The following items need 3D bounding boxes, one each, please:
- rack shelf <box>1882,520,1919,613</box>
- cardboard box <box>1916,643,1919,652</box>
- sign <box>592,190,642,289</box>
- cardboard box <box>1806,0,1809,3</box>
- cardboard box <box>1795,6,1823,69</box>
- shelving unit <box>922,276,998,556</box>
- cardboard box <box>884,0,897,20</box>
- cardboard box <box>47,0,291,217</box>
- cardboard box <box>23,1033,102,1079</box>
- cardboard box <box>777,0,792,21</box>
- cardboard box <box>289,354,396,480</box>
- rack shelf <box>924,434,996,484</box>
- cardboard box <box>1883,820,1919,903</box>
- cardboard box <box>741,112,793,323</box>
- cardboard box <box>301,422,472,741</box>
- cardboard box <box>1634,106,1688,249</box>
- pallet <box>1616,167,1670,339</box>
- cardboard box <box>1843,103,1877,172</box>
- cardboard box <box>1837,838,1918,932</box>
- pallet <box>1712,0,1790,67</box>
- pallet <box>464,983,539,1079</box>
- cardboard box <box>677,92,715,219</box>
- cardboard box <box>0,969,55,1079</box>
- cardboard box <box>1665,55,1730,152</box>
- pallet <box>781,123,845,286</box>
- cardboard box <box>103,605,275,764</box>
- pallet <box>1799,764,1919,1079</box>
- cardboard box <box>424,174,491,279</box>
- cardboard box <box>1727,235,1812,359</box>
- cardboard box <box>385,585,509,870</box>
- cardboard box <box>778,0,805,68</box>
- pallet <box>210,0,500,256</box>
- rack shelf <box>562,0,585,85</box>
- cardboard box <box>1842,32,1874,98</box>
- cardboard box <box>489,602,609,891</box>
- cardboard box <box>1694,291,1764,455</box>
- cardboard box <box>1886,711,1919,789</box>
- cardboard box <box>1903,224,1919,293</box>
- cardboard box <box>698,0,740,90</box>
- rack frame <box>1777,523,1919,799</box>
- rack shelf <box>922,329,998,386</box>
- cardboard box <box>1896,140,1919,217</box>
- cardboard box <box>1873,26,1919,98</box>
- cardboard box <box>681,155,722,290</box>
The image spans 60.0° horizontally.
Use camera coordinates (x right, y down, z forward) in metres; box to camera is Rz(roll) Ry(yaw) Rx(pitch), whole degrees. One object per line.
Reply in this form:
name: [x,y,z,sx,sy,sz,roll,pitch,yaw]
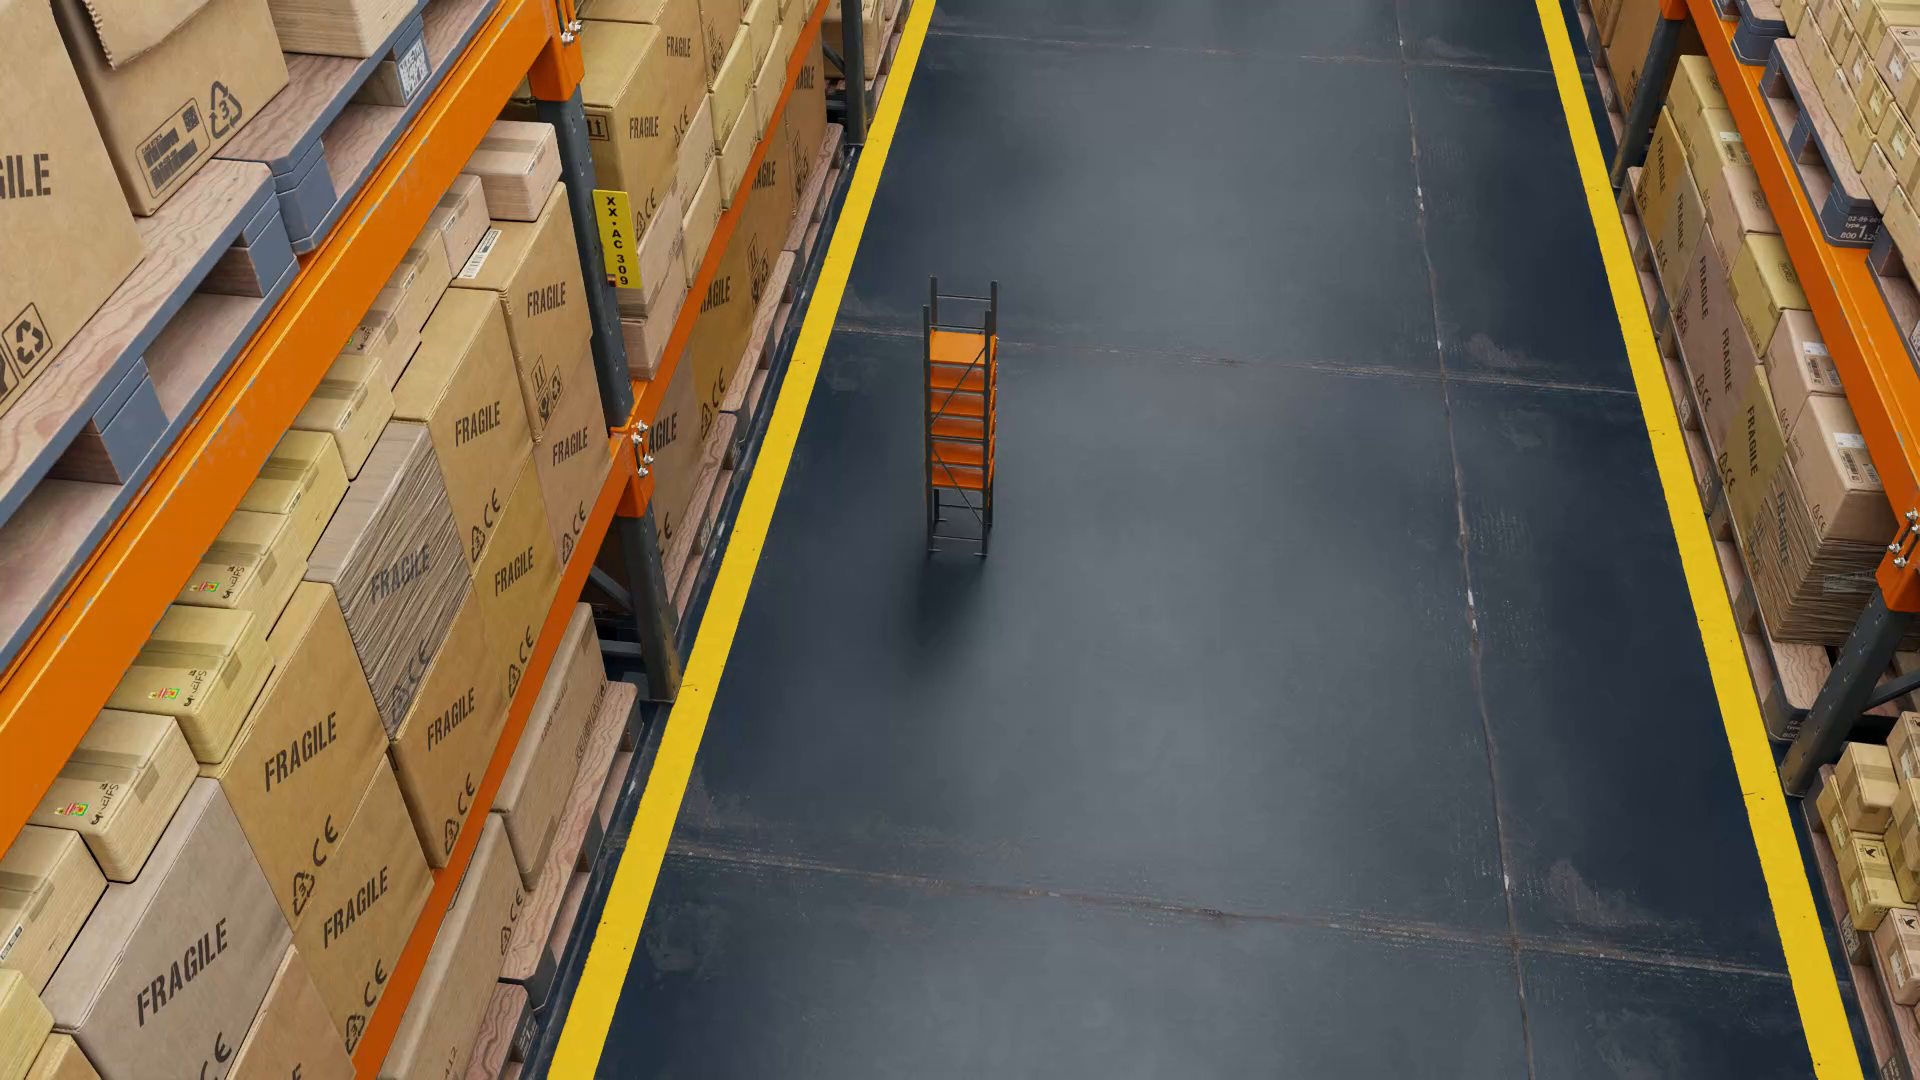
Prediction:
rack shelf: [3.119,1.436,3.575,1.077,0.370,4.000,5,44,6]
cardboard box: [3.744,0.087,5.989,0.500,0.500,0.500,7,44,7]
sign: [-0.986,-0.863,4.793,0.100,0.325,0.005,5,44,6]
cardboard box: [3.550,-2.233,6.588,0.380,0.149,0.250,5,44,6]
cardboard box: [3.515,-1.957,6.512,0.380,0.149,0.250,7,44,7]
shelving unit: [0.002,-0.446,6.348,0.258,1.200,0.189,5,44,6]
cardboard box: [-0.834,-3.382,9.746,0.950,0.372,0.625,4,44,5]
cardboard box: [-1.683,-0.963,2.950,0.797,0.503,0.637,8,44,9]
cardboard box: [-1.658,1.103,2.603,0.500,0.500,0.500,4,44,4]
cardboard box: [-0.932,-2.369,6.816,0.500,0.250,0.500,4,44,4]
cardboard box: [-1.460,-0.279,3.591,0.380,0.149,0.250,5,44,5]
rack shelf: [0.002,-0.326,6.461,0.258,0.103,0.180,5,44,6]
cardboard box: [3.074,0.985,5.080,0.380,0.149,0.250,6,44,6]
cardboard box: [-1.304,-1.606,7.504,0.875,0.875,0.875,6,44,6]
cardboard box: [-1.458,0.071,3.694,0.500,0.500,0.500,6,44,6]
cardboard box: [3.566,-1.700,7.877,0.500,0.500,0.500,4,44,4]
pallet: [3.807,-1.370,8.043,1.003,0.211,1.213,5,44,6]
cardboard box: [3.409,-1.427,5.952,0.380,0.149,0.250,7,44,7]
cardboard box: [2.982,1.095,5.180,0.380,0.149,0.250,6,44,7]
pallet: [3.924,-2.350,7.189,1.213,0.211,1.003,5,44,6]
pallet: [-1.874,1.788,4.708,1.003,0.211,1.213,5,44,6]
cardboard box: [-1.158,-1.329,5.717,0.500,0.250,0.500,6,44,6]
cardboard box: [-1.615,0.772,2.481,0.380,0.149,0.250,4,44,4]
cardboard box: [3.581,-1.984,7.631,0.500,0.250,0.500,3,44,4]
pallet: [-1.187,-1.753,8.447,1.003,0.211,1.213,5,44,6]
cardboard box: [-1.497,0.252,3.031,0.380,0.149,0.250,4,44,4]
pallet: [3.330,1.285,5.239,1.003,0.211,1.213,5,44,6]
cardboard box: [-1.404,-0.796,4.137,0.380,0.149,0.250,6,44,7]
cardboard box: [3.368,-0.947,6.535,0.500,0.250,0.500,3,44,4]
cardboard box: [-1.459,0.429,4.043,0.500,0.500,0.500,5,44,5]
cardboard box: [-0.952,-2.182,6.981,0.500,0.250,0.500,5,44,5]
pallet: [-1.655,-1.070,3.581,1.003,0.211,1.213,5,44,6]
rack shelf: [-1.272,-2.761,5.825,1.077,0.370,4.000,5,44,6]
cardboard box: [3.449,-1.711,6.036,0.380,0.149,0.250,7,44,7]
cardboard box: [-1.726,0.626,5.465,0.875,0.438,0.875,5,44,5]
cardboard box: [3.372,-0.659,6.777,0.500,0.500,0.500,4,44,5]
cardboard box: [3.132,0.694,5.171,0.380,0.149,0.250,7,44,7]
cardboard box: [3.308,-0.885,5.380,0.380,0.149,0.250,5,44,5]
cardboard box: [-1.085,-1.933,5.810,0.500,0.500,0.500,4,44,4]
rack frame: [3.383,-0.188,4.767,1.000,3.000,0.127,5,44,6]
rack shelf: [0.002,-0.675,6.131,0.258,0.103,0.180,5,44,6]
cardboard box: [3.341,-1.182,5.478,0.380,0.149,0.250,4,44,4]
cardboard box: [3.416,-1.645,5.751,0.380,0.149,0.250,3,44,4]
cardboard box: [-1.150,-1.144,5.885,0.500,0.250,0.500,4,44,4]
